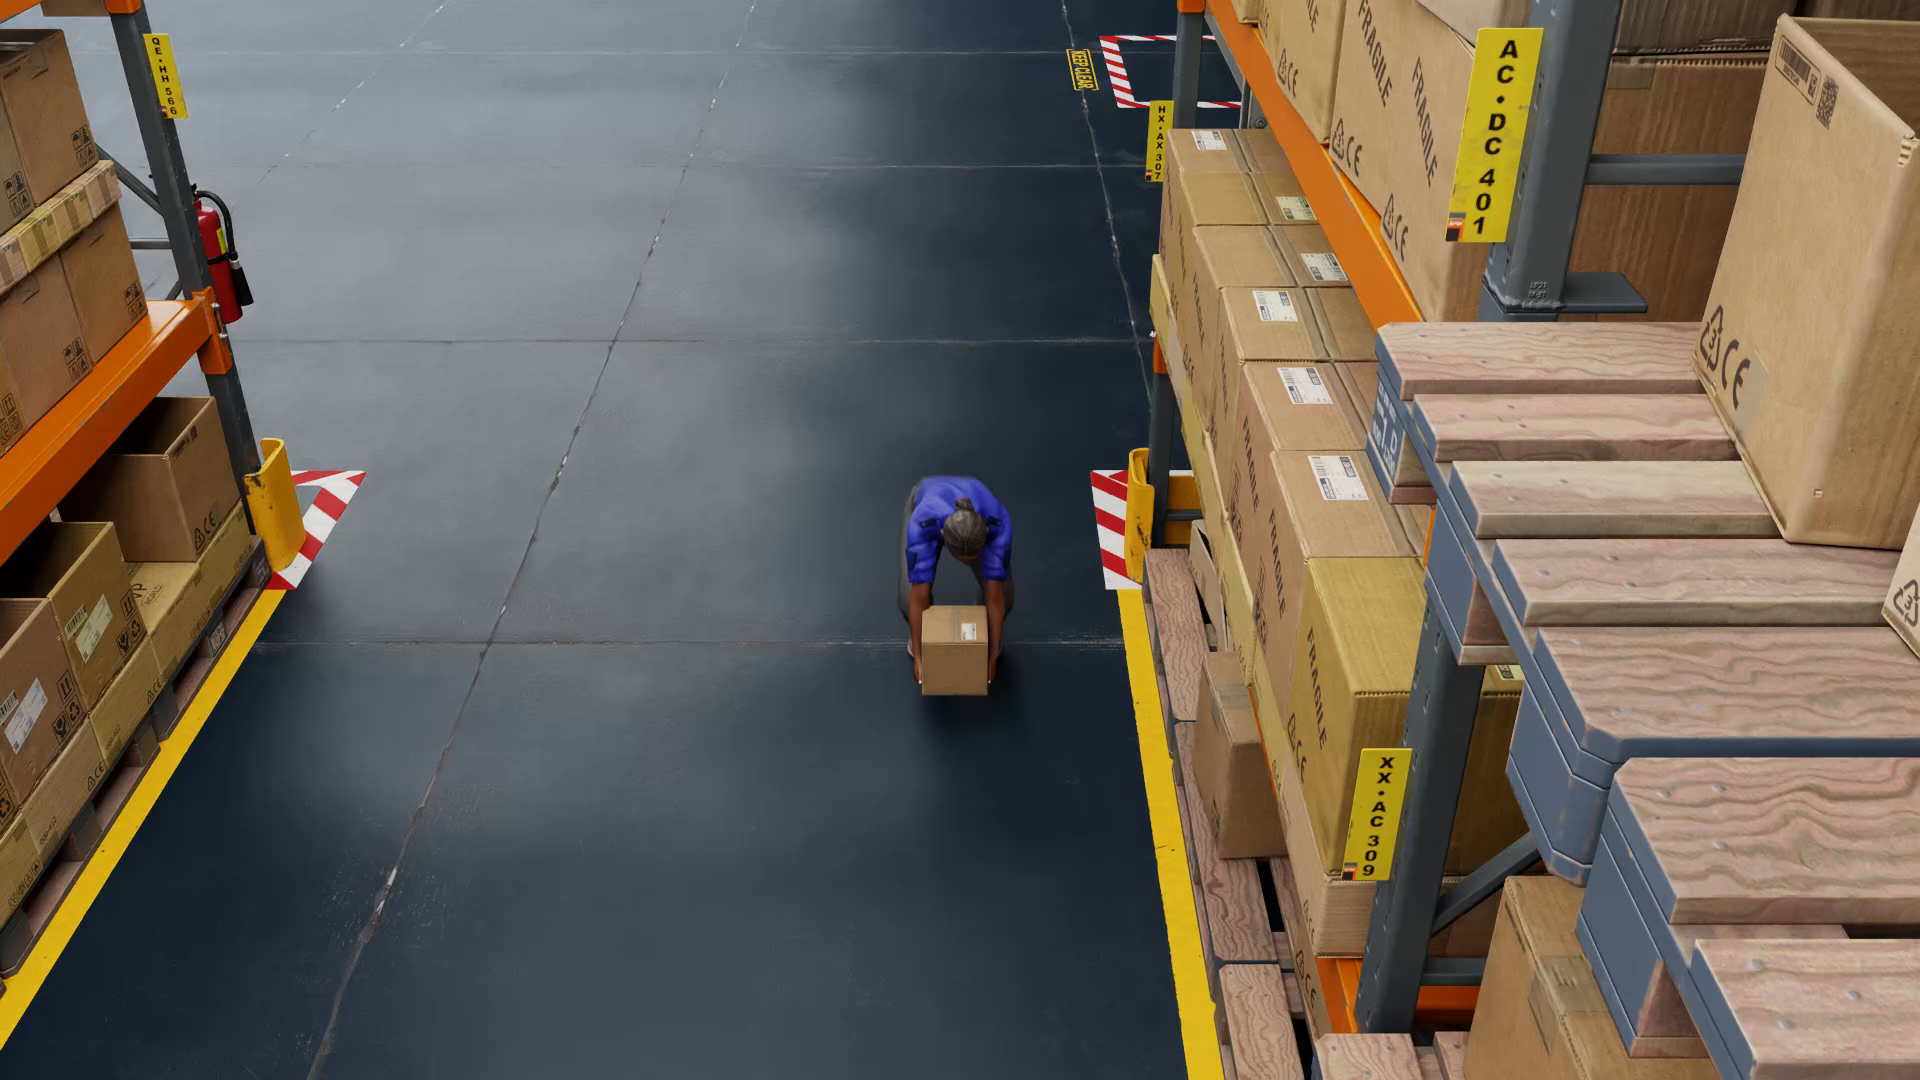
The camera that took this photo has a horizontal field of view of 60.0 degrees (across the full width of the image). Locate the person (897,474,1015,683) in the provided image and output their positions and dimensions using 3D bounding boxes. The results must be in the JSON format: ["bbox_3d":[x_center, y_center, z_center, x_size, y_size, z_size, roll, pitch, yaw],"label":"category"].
[{"bbox_3d":[-0.017,0.129,6.623,0.472,0.938,0.870,-1,32,-2],"label":"person"}]
